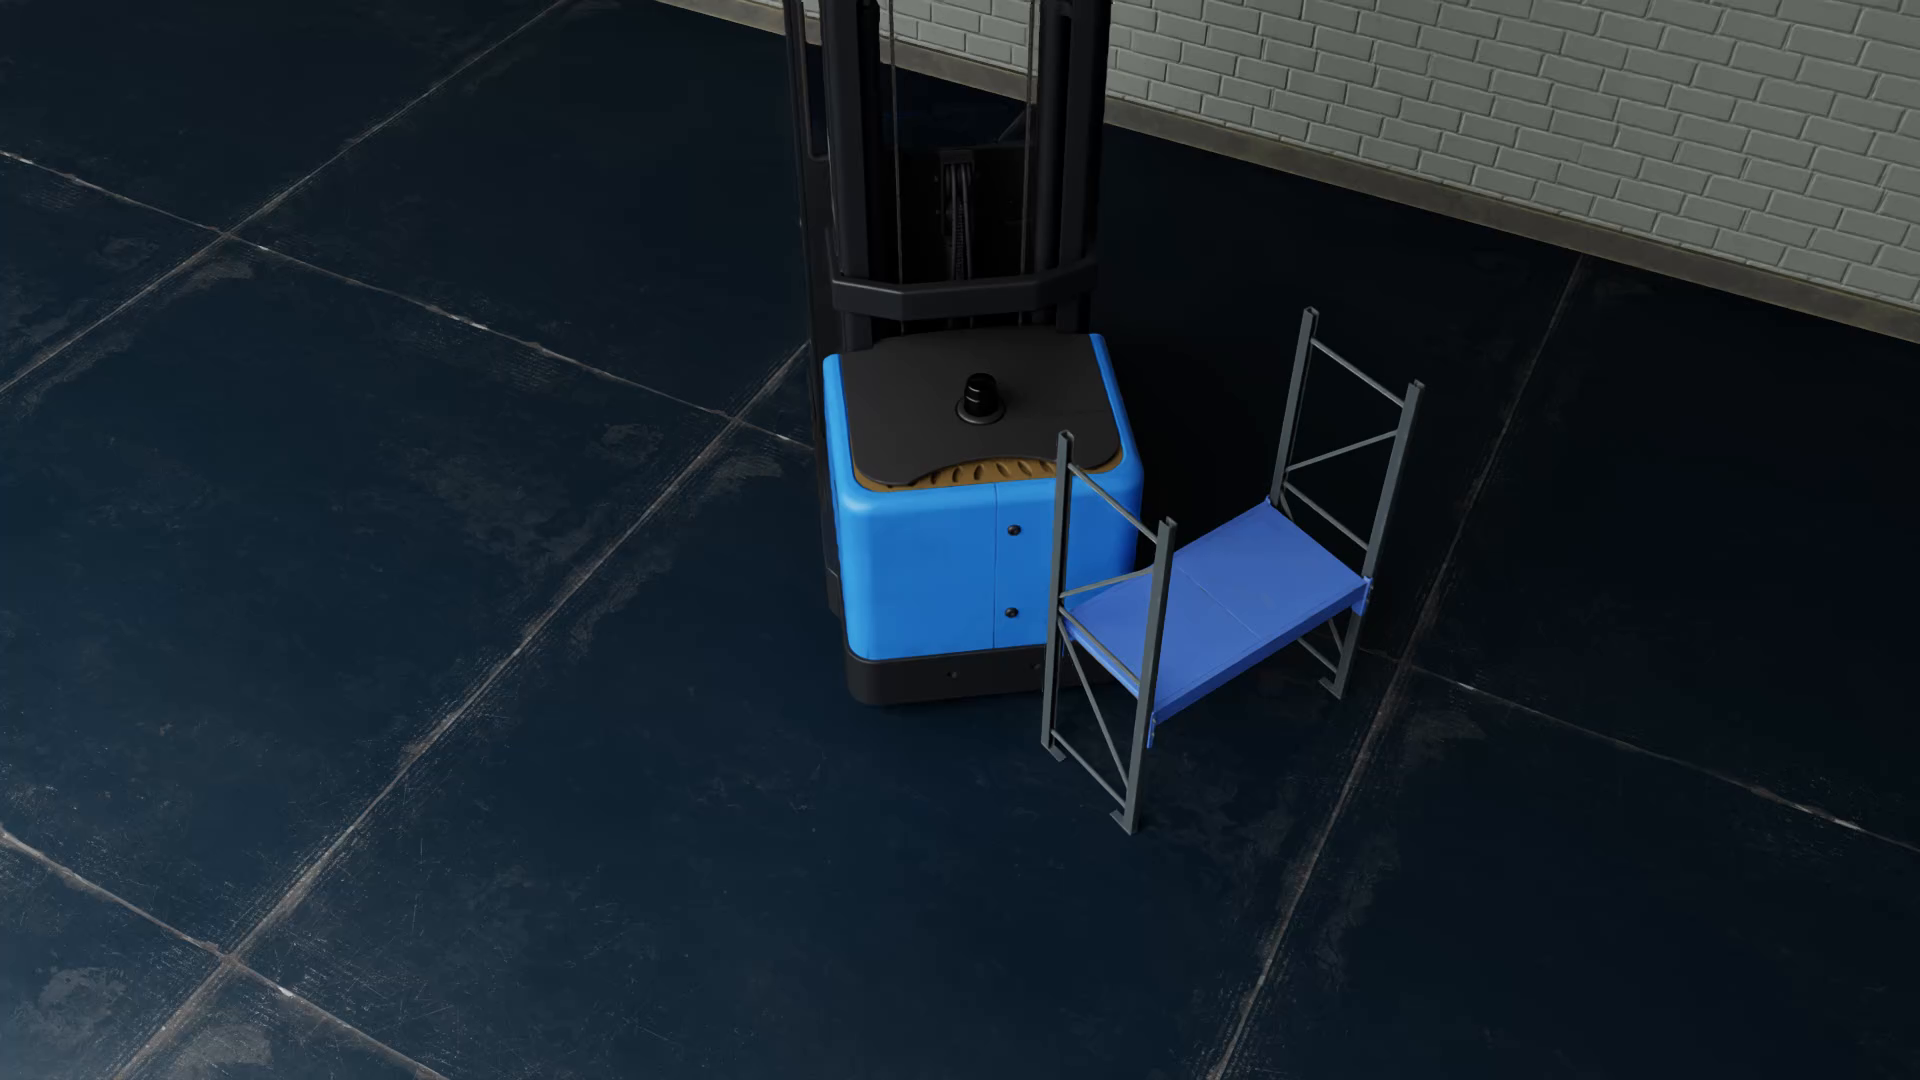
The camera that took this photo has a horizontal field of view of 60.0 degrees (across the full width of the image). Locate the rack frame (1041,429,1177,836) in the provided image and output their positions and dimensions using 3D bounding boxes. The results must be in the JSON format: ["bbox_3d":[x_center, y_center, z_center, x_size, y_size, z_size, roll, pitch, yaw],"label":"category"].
[{"bbox_3d":[0.453,0.345,5.354,0.032,1.500,0.500,-28,51,-25],"label":"rack frame"}]

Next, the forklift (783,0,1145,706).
[{"bbox_3d":[-0.073,-1.483,6.155,1.130,2.935,3.031,-5,46,-5],"label":"forklift"}]

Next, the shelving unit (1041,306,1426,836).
[{"bbox_3d":[0.863,0.131,5.566,1.048,1.500,0.538,-28,51,-25],"label":"shelving unit"}]

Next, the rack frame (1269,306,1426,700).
[{"bbox_3d":[1.272,-0.083,5.777,0.032,1.500,0.500,-28,51,-25],"label":"rack frame"}]

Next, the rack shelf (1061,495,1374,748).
[{"bbox_3d":[0.863,0.258,5.694,1.000,0.185,0.538,-28,51,-25],"label":"rack shelf"}]
